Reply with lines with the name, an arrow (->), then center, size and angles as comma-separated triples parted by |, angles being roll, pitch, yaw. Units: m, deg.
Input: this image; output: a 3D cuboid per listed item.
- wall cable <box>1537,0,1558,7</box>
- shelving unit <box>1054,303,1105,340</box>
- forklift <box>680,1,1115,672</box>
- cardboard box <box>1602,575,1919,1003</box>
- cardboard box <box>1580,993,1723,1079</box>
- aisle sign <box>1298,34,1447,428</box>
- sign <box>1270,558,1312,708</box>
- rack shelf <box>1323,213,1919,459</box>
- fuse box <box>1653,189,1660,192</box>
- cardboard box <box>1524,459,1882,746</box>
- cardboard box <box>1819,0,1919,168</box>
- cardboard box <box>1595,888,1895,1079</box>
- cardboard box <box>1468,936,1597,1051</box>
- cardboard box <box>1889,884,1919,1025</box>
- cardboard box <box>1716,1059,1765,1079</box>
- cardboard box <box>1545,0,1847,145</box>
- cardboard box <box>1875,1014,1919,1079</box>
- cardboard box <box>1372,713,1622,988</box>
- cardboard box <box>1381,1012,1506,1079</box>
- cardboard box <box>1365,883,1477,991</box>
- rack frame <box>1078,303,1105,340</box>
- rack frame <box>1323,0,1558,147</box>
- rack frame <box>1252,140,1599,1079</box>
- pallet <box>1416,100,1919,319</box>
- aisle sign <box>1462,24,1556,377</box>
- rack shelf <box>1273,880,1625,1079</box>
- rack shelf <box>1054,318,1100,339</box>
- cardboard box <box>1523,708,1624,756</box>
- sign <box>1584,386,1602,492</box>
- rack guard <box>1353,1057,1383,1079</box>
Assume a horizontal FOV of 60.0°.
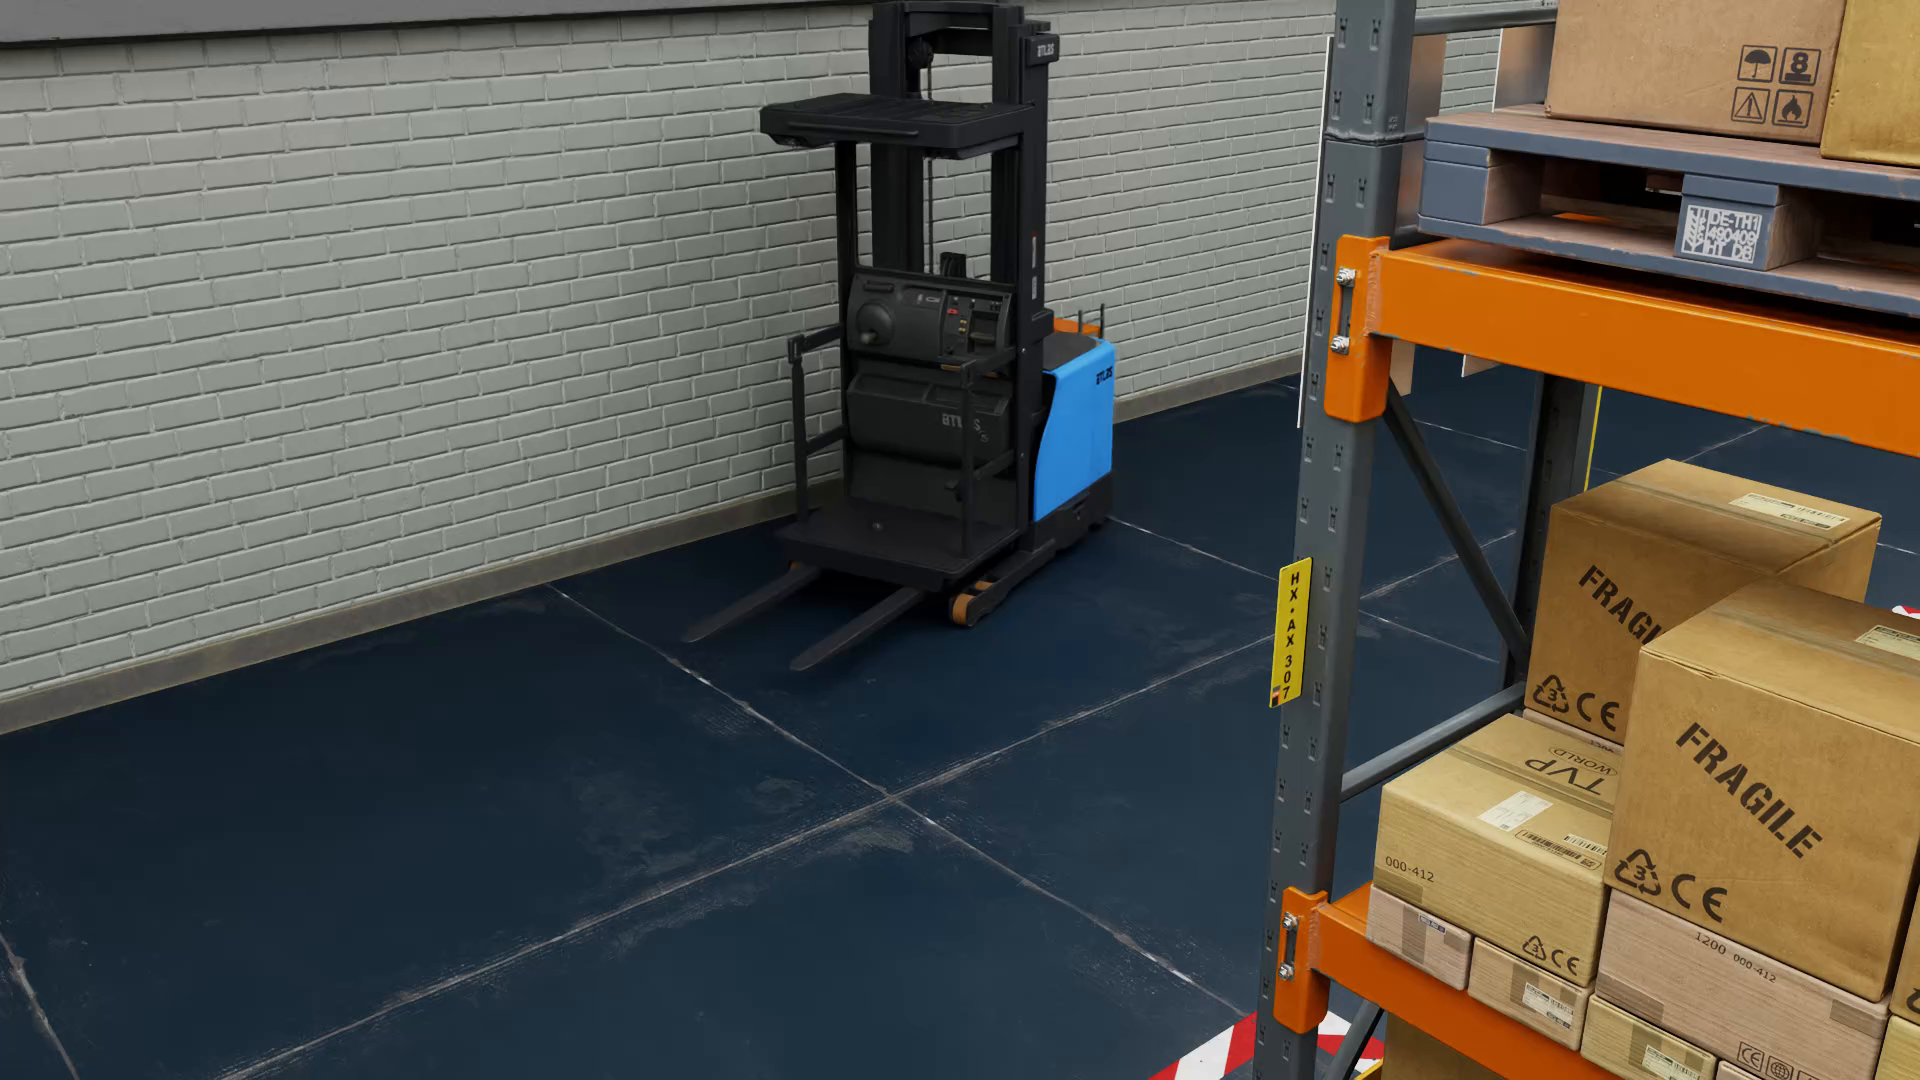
wall cable -> 4.942, -3.889, 13.865 | 0.585, 1.953, 0.123 | -17, 27, -37
shelving unit -> 0.579, -0.852, 10.013 | 0.503, 1.200, 0.258 | 17, 27, 37
forklift -> -0.265, -1.116, 8.315 | 1.130, 2.935, 3.031 | 12, 24, 27
cardboard box -> 1.568, 0.427, 3.050 | 0.500, 0.500, 0.500 | -18, 28, -39
cardboard box -> 1.450, 0.945, 3.303 | 0.380, 0.149, 0.250 | -18, 28, -39
aisle sign -> 0.858, -0.649, 3.463 | 0.394, 0.787, 0.004 | -17, 27, -37
sign -> 0.708, 0.200, 3.564 | 0.100, 0.325, 0.005 | -17, 27, -37
rack shelf -> 2.438, 0.001, 2.242 | 1.077, 0.370, 4.000 | -17, 27, -37
fuse box -> 6.628, -3.261, 15.464 | 0.539, 1.711, 0.414 | -17, 27, -37
cardboard box -> 1.650, 0.164, 3.721 | 0.500, 0.500, 0.500 | -17, 27, -37
cardboard box -> 1.789, -0.860, 2.604 | 0.700, 0.500, 0.500 | -19, 28, -39
cardboard box -> 1.586, 0.780, 3.177 | 0.500, 0.250, 0.500 | -18, 28, -38
cardboard box -> 1.283, 0.874, 3.484 | 0.380, 0.149, 0.250 | -18, 28, -38
cardboard box -> 1.911, 0.569, 2.688 | 0.500, 0.500, 0.500 | -18, 28, -39
cardboard box -> 1.621, 1.017, 3.120 | 0.380, 0.149, 0.250 | -18, 28, -38
cardboard box -> 1.513, -1.044, 3.075 | 0.700, 0.500, 0.500 | -20, 29, -41
cardboard box -> 1.911, 0.920, 2.820 | 0.500, 0.250, 0.500 | -19, 28, -39
cardboard box -> 1.241, 0.638, 3.539 | 0.500, 0.250, 0.500 | -18, 28, -39
cardboard box -> 1.611, 1.462, 3.977 | 0.875, 0.875, 0.875 | -17, 27, -37
cardboard box -> 1.114, 0.804, 3.664 | 0.380, 0.149, 0.250 | -17, 27, -37
rack frame -> 0.765, -0.794, 9.866 | 0.015, 1.200, 0.240 | 17, 27, 37
rack frame -> 1.133, -2.283, 2.975 | 1.000, 3.000, 0.127 | -17, 27, -37
rack frame -> 1.133, 0.510, 4.069 | 1.000, 3.000, 0.127 | -17, 27, -37
pallet -> 1.625, -0.643, 3.021 | 1.003, 0.211, 1.213 | -17, 27, -37
aisle sign -> 1.313, -0.792, 3.828 | 0.394, 0.787, 0.004 | -17, 27, -37
rack shelf -> 2.438, 1.397, 2.789 | 1.077, 0.370, 4.000 | -17, 27, -37
rack shelf -> 0.580, -1.218, 9.870 | 0.480, 0.148, 0.258 | 17, 27, 37
cardboard box -> 1.650, 0.512, 3.862 | 0.500, 0.250, 0.500 | -18, 28, -38
sign -> 1.553, -0.265, 4.135 | 0.100, 0.325, 0.005 | -17, 27, -37
rack guard -> 1.117, 1.667, 4.542 | 1.175, 0.500, 0.348 | -17, 27, -37
